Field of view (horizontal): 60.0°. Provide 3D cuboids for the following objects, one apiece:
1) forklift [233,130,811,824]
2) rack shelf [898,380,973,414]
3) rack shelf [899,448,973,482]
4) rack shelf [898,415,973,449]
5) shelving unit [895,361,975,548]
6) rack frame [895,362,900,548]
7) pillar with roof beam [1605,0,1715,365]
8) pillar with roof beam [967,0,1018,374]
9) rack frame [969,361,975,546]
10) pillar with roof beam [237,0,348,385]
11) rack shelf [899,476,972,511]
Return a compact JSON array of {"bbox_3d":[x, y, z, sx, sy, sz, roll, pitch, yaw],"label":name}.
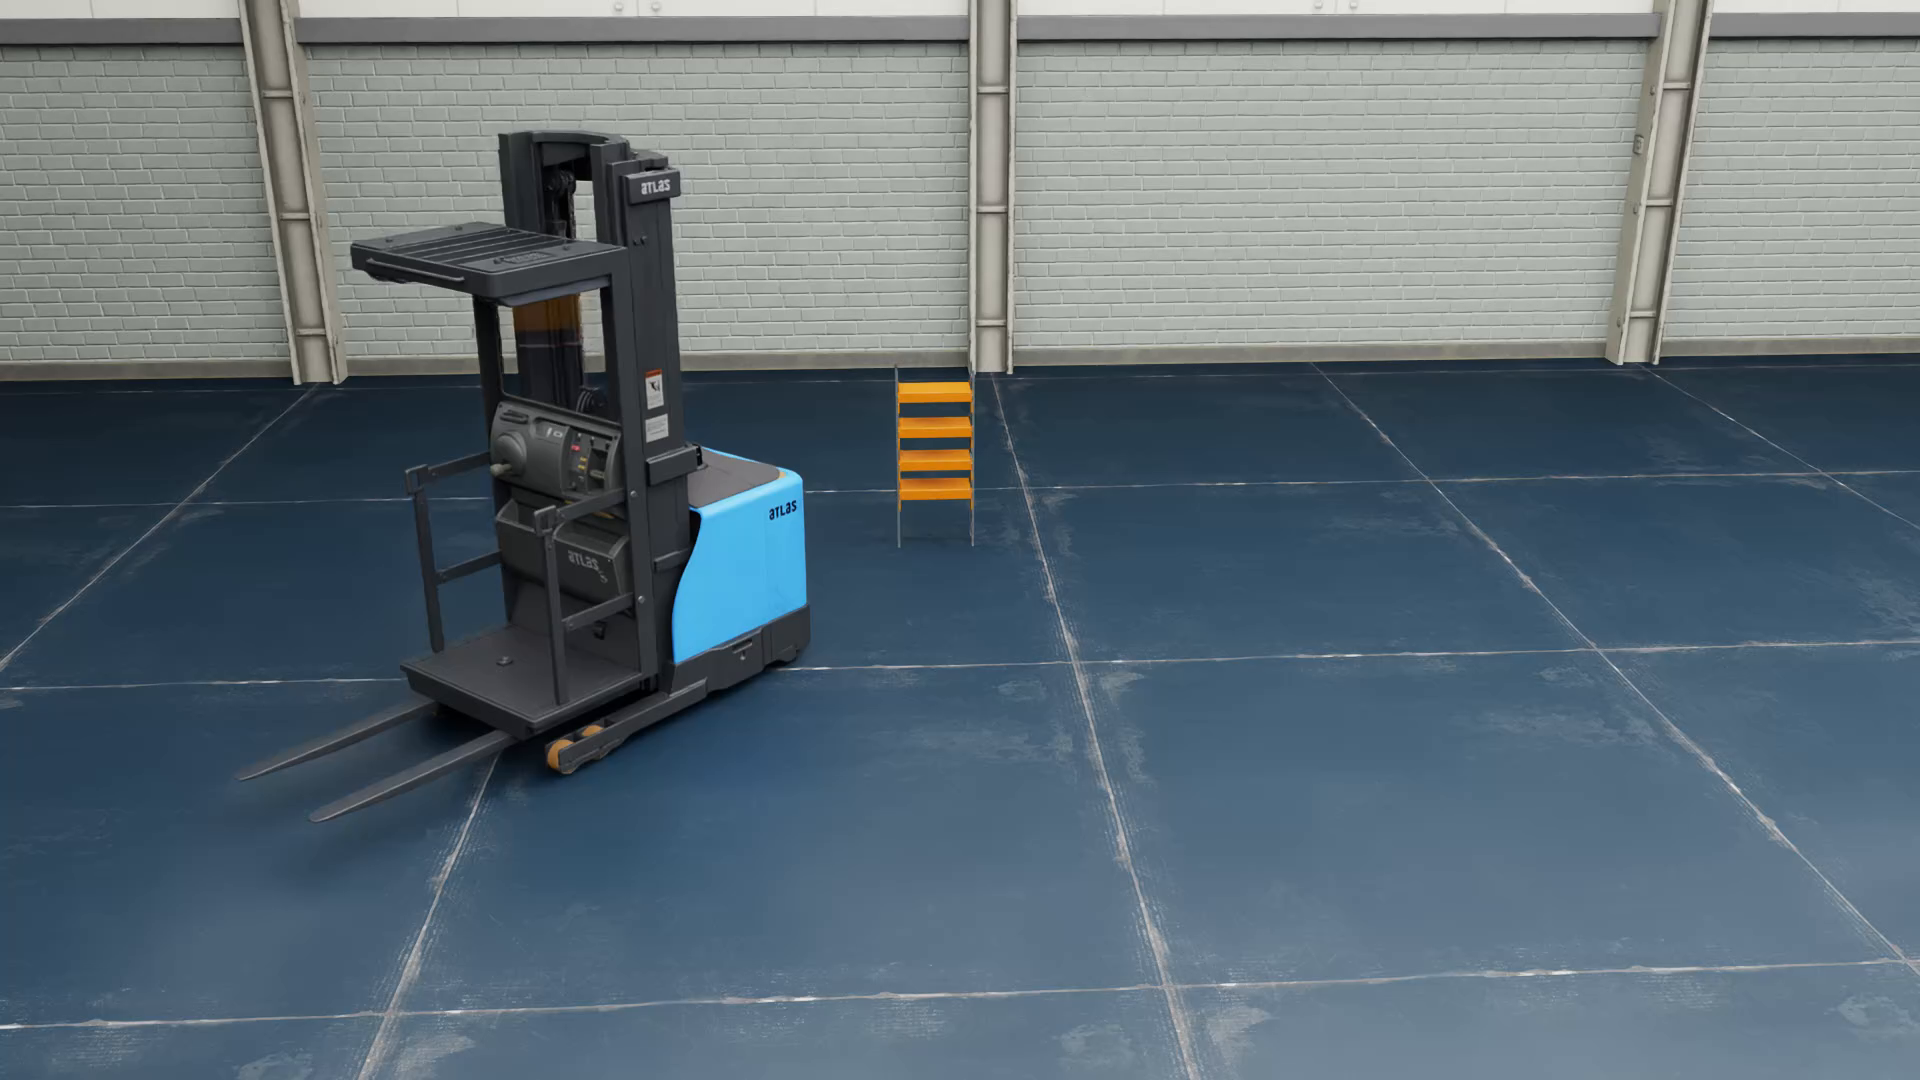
[{"bbox_3d":[-2.146,-0.425,8.119,1.130,2.935,3.031,16,26,35],"label":"forklift"},{"bbox_3d":[-0.165,-0.925,10.759,0.480,0.148,0.258,-1,21,-3],"label":"rack shelf"},{"bbox_3d":[-0.165,-0.494,10.923,0.480,0.148,0.258,-1,21,-3],"label":"rack shelf"},{"bbox_3d":[-0.165,-0.704,10.843,0.480,0.148,0.258,-1,21,-3],"label":"rack shelf"},{"bbox_3d":[-0.165,-0.557,10.899,0.503,1.200,0.258,-1,21,-3],"label":"shelving unit"},{"bbox_3d":[-0.409,-0.552,10.886,0.015,1.200,0.240,-1,21,-3],"label":"rack frame"},{"bbox_3d":[6.511,-4.355,9.912,0.400,9.000,9.100,-1,21,-3],"label":"pillar with roof beam"},{"bbox_3d":[0.520,-4.233,9.592,0.400,9.000,9.100,-1,21,-3],"label":"pillar with roof beam"},{"bbox_3d":[0.078,-0.562,10.912,0.015,1.200,0.240,-1,21,-3],"label":"rack frame"},{"bbox_3d":[-5.470,-4.111,9.272,0.400,9.000,9.100,-1,21,-3],"label":"pillar with roof beam"},{"bbox_3d":[-0.165,-0.309,10.993,0.480,0.148,0.258,-1,21,-3],"label":"rack shelf"}]
